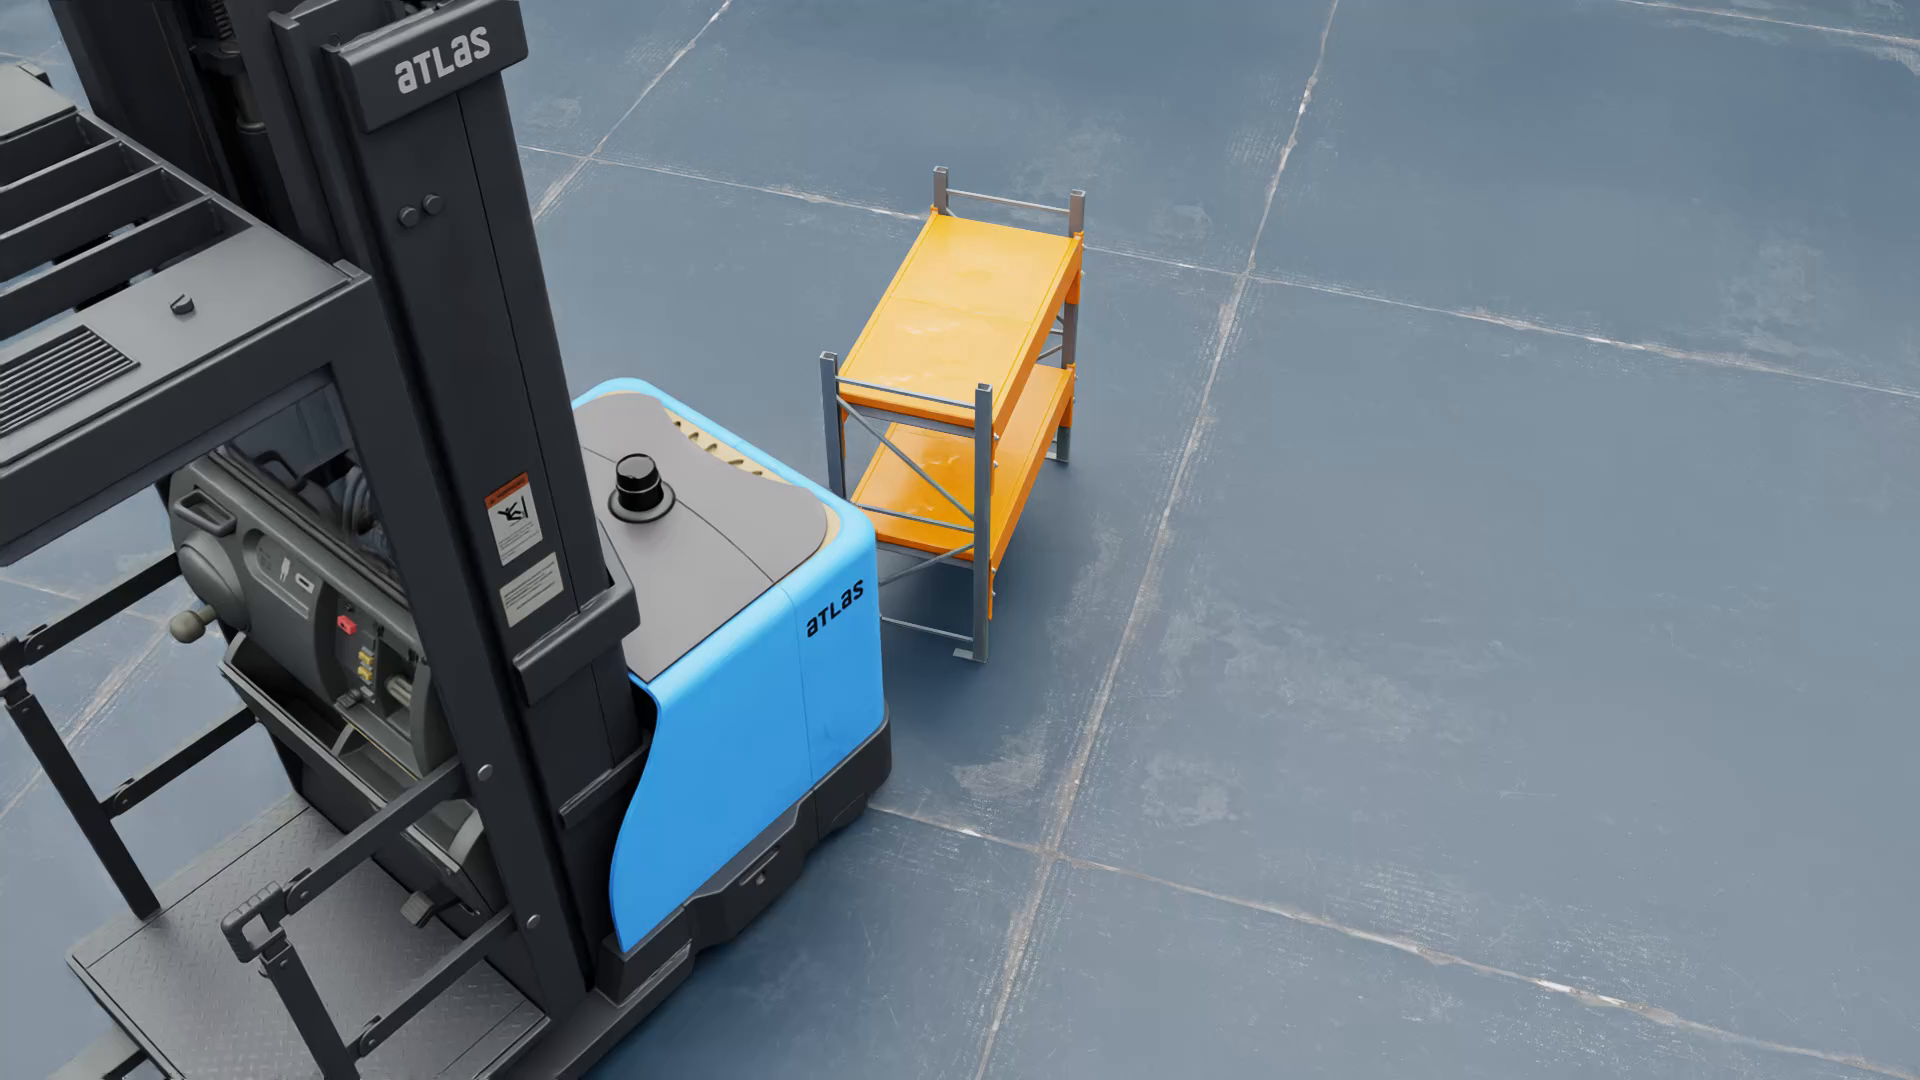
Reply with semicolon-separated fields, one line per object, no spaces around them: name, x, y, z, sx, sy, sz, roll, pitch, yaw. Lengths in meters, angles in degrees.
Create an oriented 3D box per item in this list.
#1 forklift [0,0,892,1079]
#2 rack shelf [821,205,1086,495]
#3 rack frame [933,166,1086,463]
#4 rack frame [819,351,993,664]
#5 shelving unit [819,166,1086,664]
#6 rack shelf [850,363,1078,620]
forklift;-1.536;0.239;3.410;1.130;2.935;3.031;30;52;27
rack shelf;0.002;-0.616;5.156;0.538;0.278;1.000;13;46;13
rack frame;0.156;-0.745;5.707;0.500;1.125;0.032;13;46;13
rack frame;-0.152;-0.068;5.015;0.500;1.125;0.032;13;46;13
shelving unit;0.002;-0.407;5.361;0.538;1.125;1.048;13;46;13
rack shelf;0.002;-0.232;5.532;0.538;0.278;1.000;13;46;13
